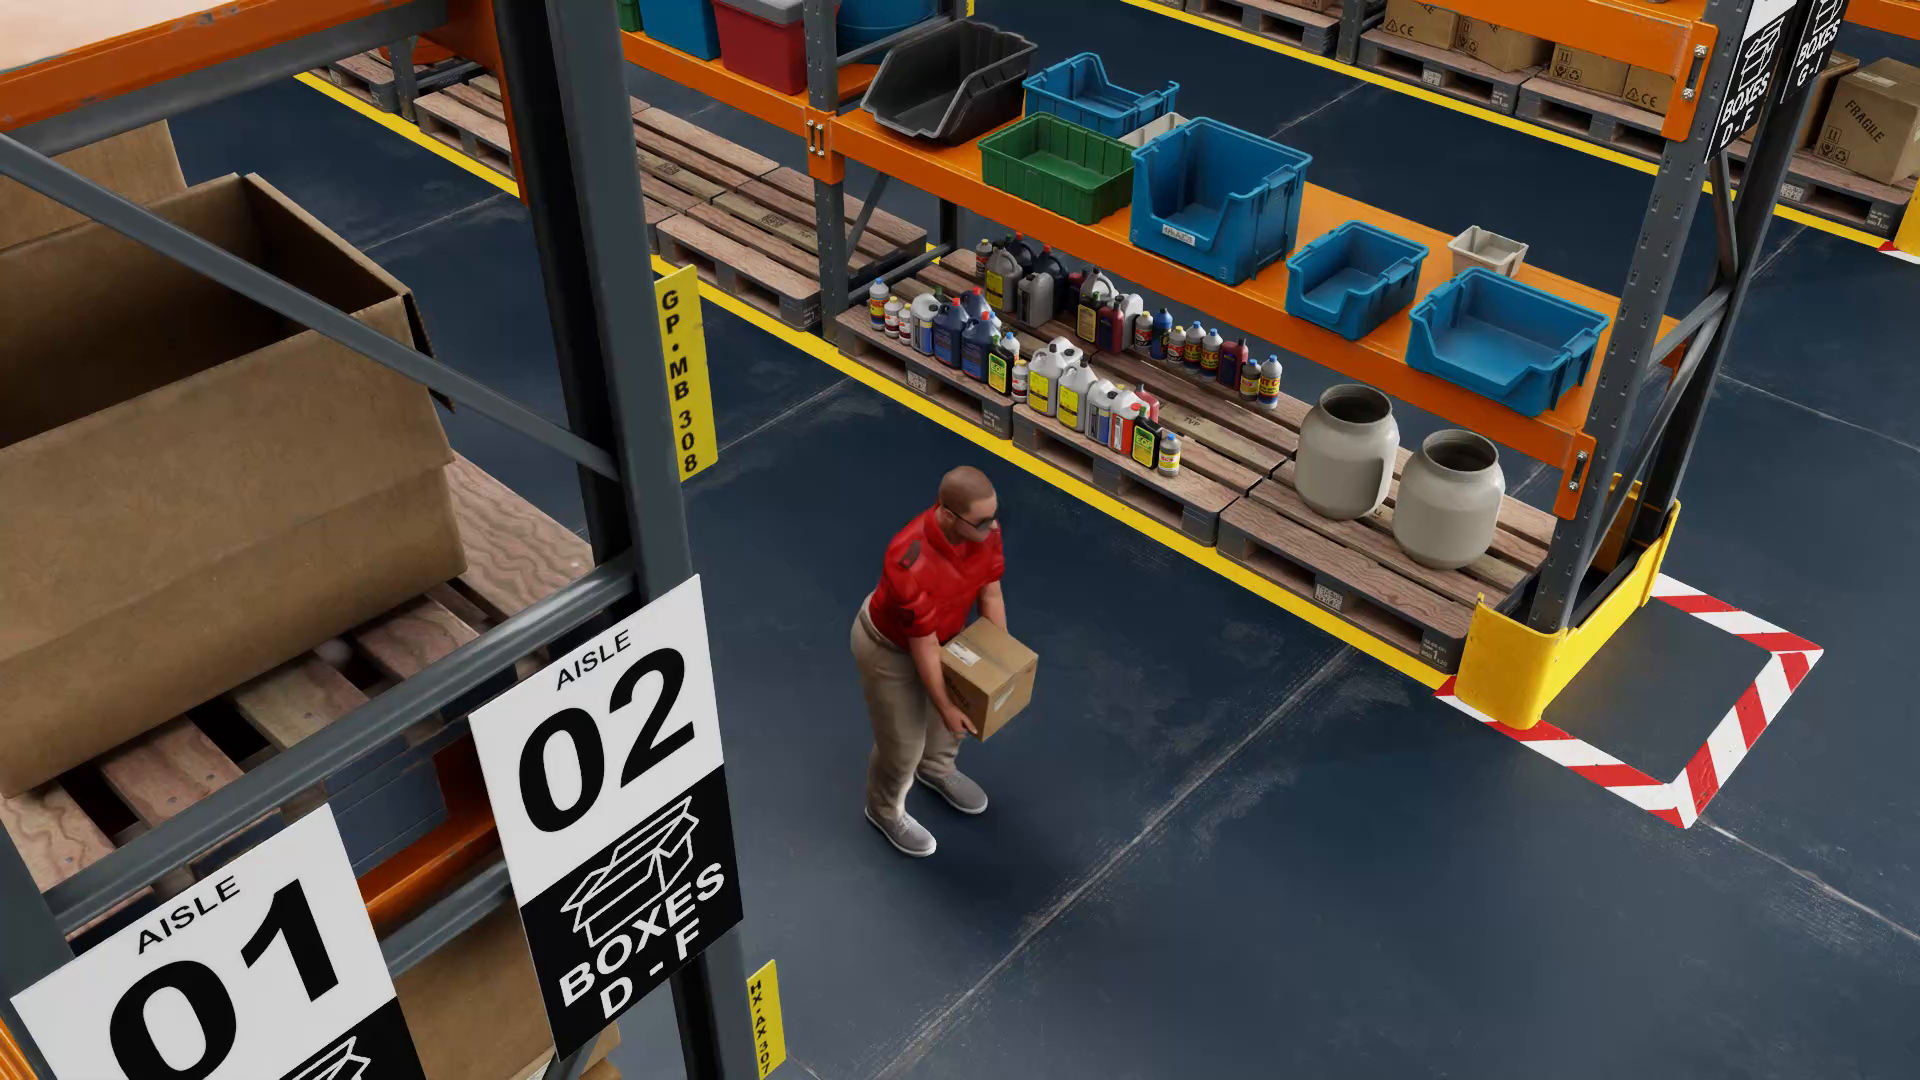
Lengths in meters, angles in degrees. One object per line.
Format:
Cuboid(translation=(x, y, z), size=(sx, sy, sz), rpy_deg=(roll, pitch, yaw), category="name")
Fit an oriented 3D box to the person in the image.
Cuboid(translation=(-0.067, 0.399, 5.720), size=(0.593, 1.684, 0.481), rpy_deg=(29, 47, 31), category="person")
